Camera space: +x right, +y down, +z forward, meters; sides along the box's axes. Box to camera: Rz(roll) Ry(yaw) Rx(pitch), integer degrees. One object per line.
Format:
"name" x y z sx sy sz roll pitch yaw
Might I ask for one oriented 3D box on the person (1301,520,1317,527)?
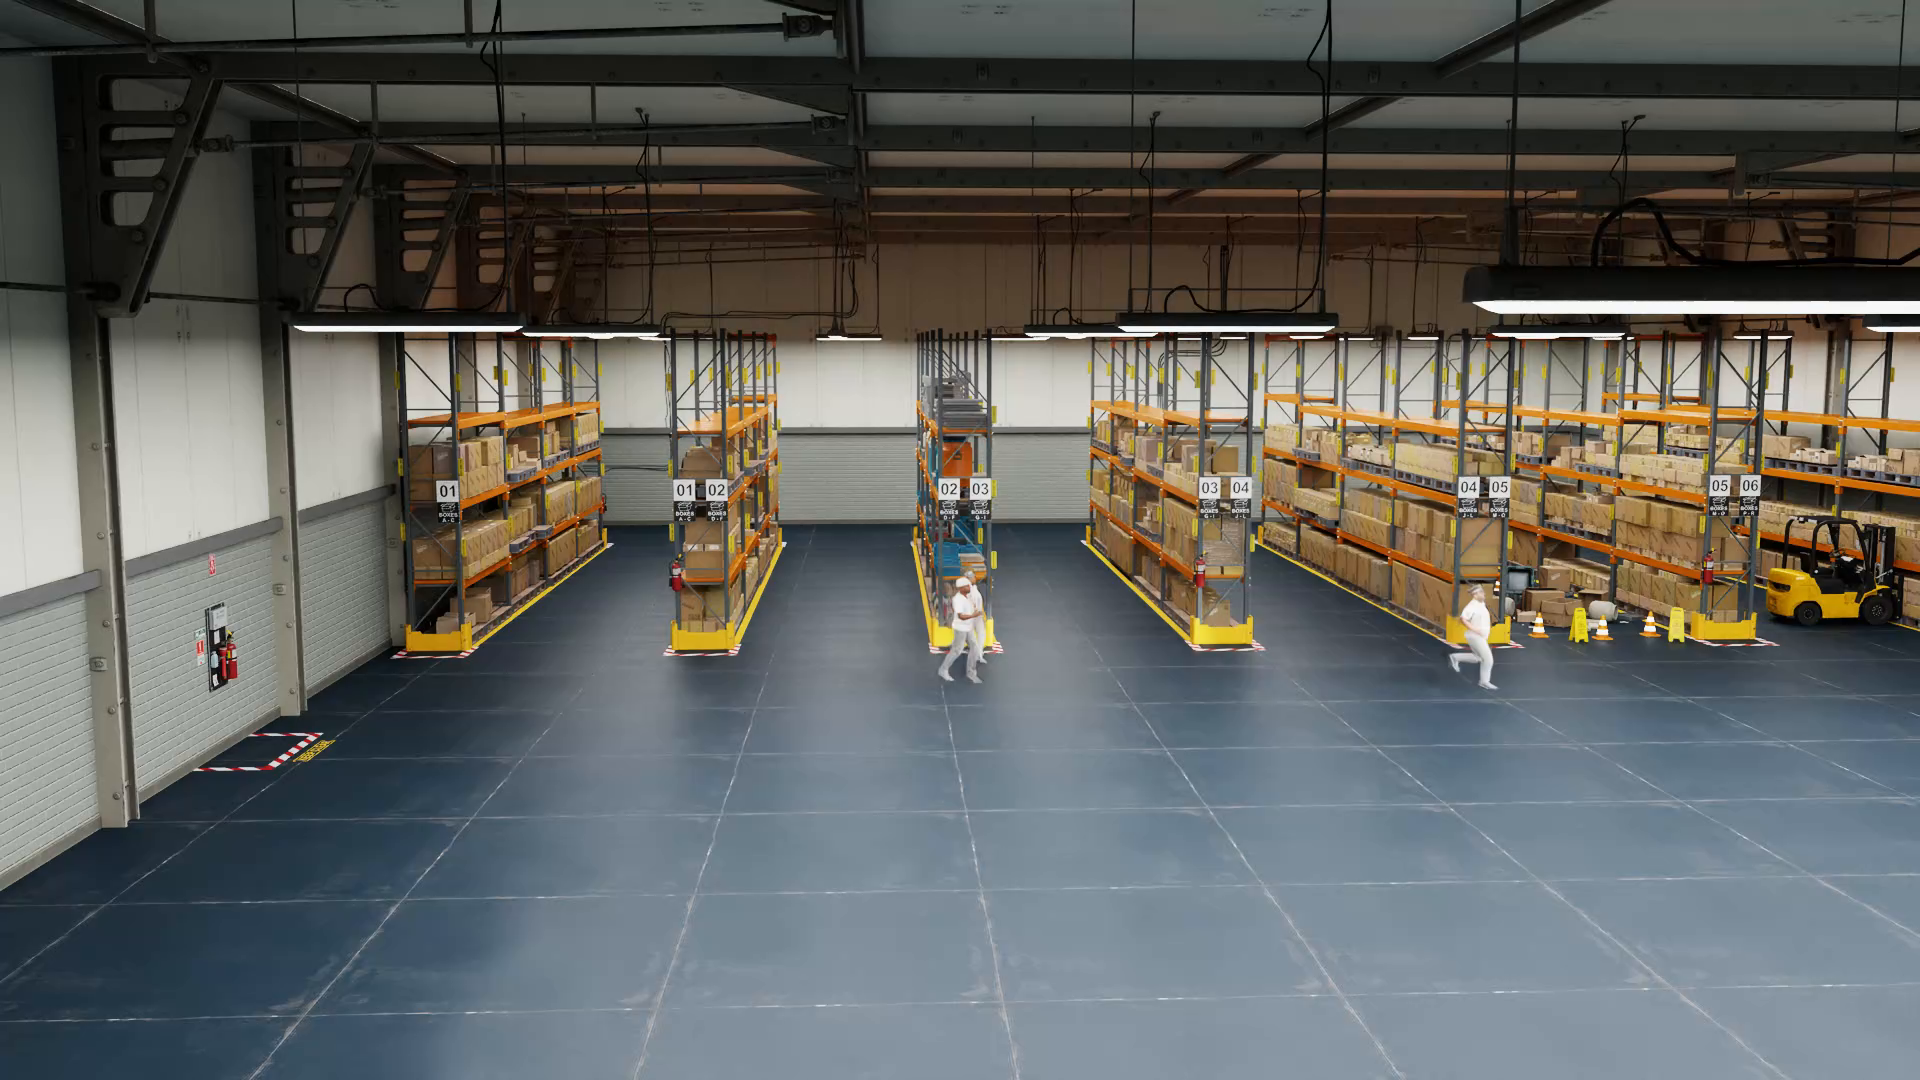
"person" 10.376 -0.898 49.277 0.733 1.719 0.543 0 7 2

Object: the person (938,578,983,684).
"person" 0.025 1.544 28.052 0.799 1.840 0.700 2 7 17

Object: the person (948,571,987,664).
"person" 0.157 1.386 29.999 0.744 1.667 0.603 5 8 34

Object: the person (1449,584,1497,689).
"person" 8.625 1.603 27.890 0.848 1.764 0.667 4 8 30

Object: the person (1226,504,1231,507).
"person" 7.366 -0.668 47.095 0.734 1.706 0.543 2 7 17
